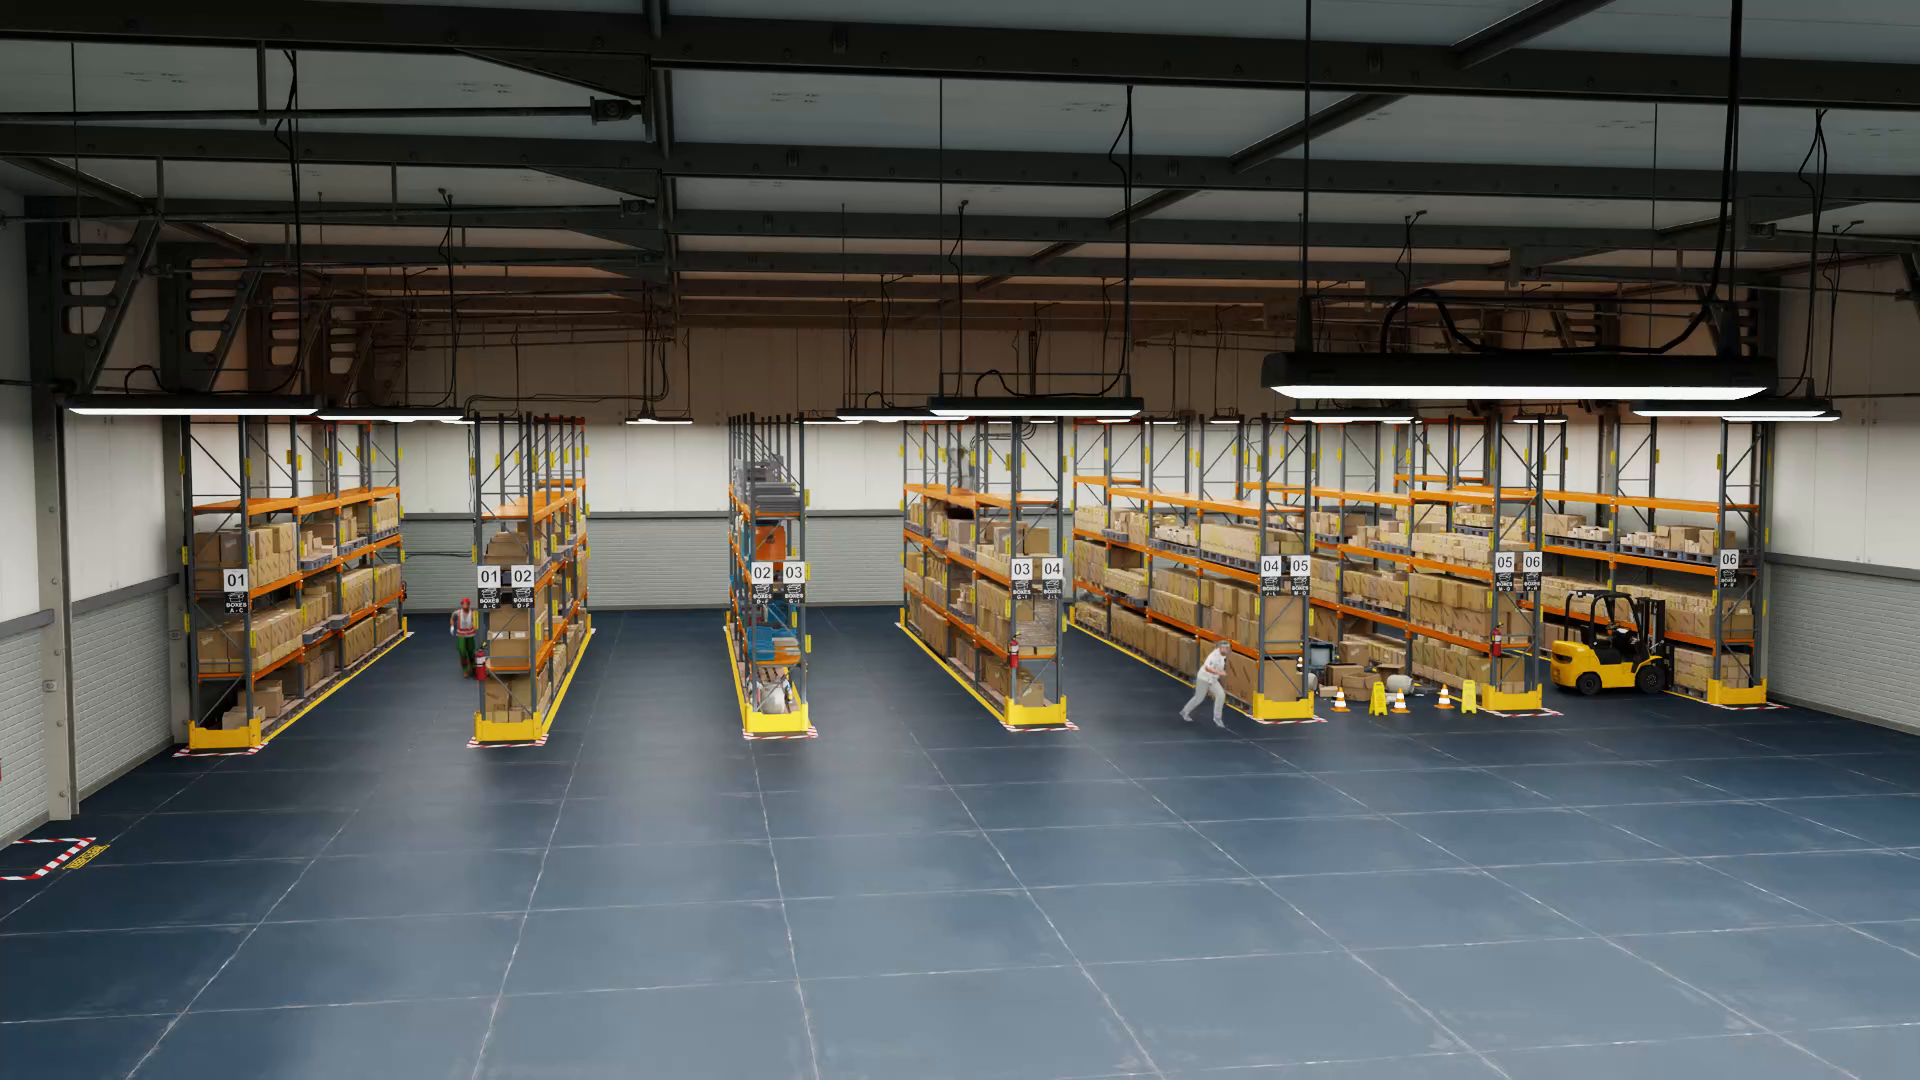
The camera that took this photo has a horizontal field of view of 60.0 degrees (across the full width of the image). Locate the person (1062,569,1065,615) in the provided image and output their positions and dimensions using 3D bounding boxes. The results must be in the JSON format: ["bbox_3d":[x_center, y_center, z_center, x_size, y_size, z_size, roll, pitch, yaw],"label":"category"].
[{"bbox_3d":[2.933,1.585,49.342,0.591,1.567,0.548,-3,5,-40],"label":"person"}]

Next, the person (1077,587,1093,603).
[{"bbox_3d":[3.792,1.507,49.903,0.560,1.631,0.675,1,4,20],"label":"person"}]

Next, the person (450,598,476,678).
[{"bbox_3d":[-11.352,2.221,38.204,0.674,1.792,1.016,-1,4,-16],"label":"person"}]

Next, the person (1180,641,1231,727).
[{"bbox_3d":[4.721,2.758,31.961,1.015,1.720,0.707,2,5,32],"label":"person"}]
